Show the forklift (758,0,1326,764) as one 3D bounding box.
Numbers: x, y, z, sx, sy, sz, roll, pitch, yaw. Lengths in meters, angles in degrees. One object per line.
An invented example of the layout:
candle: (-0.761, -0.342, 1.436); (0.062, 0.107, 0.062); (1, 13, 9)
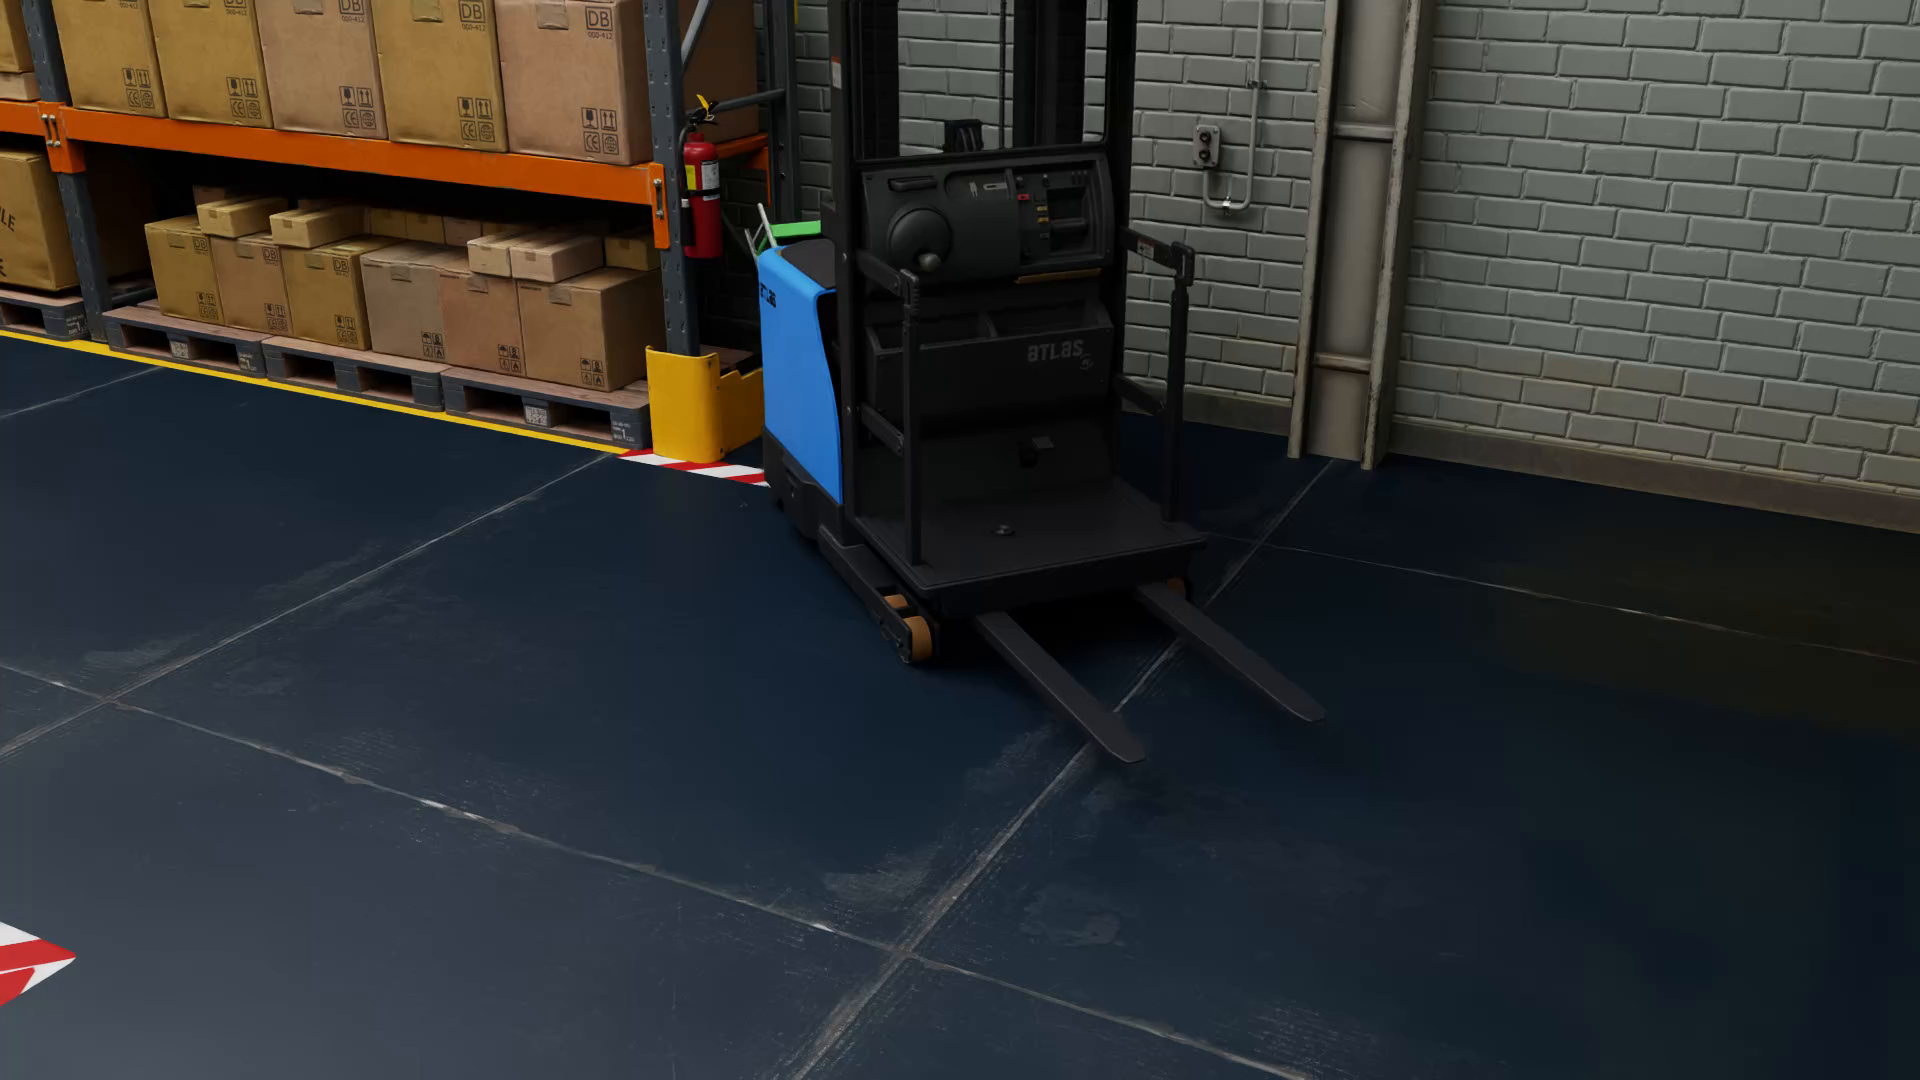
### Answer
forklift: (0.193, -1.110, 5.615); (1.130, 2.935, 3.031); (-9, 25, -21)

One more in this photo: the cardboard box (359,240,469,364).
cardboard box: (-2.614, -1.265, 8.550); (0.500, 0.500, 0.700); (10, 25, 23)

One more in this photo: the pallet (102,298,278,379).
pallet: (-3.975, -1.218, 9.345); (1.213, 0.211, 1.003); (11, 25, 25)

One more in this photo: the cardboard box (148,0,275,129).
cardboard box: (-3.493, -2.569, 8.574); (0.700, 0.700, 0.980); (11, 25, 23)

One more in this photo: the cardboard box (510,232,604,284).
cardboard box: (-1.916, -1.346, 7.910); (0.250, 0.149, 0.380); (11, 25, 24)

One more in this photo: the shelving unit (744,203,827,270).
shelving unit: (-0.563, -1.009, 7.738); (0.503, 1.200, 0.258); (-11, -18, -28)

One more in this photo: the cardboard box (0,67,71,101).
cardboard box: (-5.048, -2.517, 9.132); (0.250, 0.149, 0.380); (11, 26, 25)

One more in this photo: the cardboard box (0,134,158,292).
cardboard box: (-5.257, -1.936, 9.681); (0.750, 0.750, 0.750); (12, 26, 25)

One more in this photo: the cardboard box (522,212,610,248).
cardboard box: (-1.969, -1.524, 8.329); (0.250, 0.149, 0.380); (11, 26, 25)

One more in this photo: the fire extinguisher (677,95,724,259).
fire extinguisher: (-1.122, -1.562, 7.165); (0.183, 0.674, 0.296); (11, 25, 25)

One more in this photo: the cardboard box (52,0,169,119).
cardboard box: (-4.142, -2.700, 8.882); (0.700, 0.700, 0.980); (12, 26, 25)

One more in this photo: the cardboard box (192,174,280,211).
cardboard box: (-4.037, -1.932, 9.288); (0.250, 0.149, 0.380); (11, 25, 24)

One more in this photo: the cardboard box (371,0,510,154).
cardboard box: (-2.163, -2.306, 7.956); (0.700, 0.700, 0.980); (11, 25, 24)

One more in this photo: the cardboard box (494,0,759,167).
cardboard box: (-1.509, -2.181, 7.663); (0.700, 0.700, 0.980); (12, 26, 27)

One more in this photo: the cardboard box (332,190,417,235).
cardboard box: (-3.106, -1.748, 8.856); (0.250, 0.149, 0.380); (11, 26, 25)

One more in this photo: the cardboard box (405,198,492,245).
cardboard box: (-2.649, -1.658, 8.644); (0.250, 0.149, 0.380); (11, 26, 25)

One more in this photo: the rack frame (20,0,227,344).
rack frame: (-4.619, -2.663, 9.179); (0.127, 3.000, 1.000); (11, 25, 25)

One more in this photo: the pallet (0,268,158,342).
pallet: (-5.341, -1.490, 9.983); (1.213, 0.211, 1.003); (11, 25, 25)

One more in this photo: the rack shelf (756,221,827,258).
rack shelf: (-0.699, -1.386, 7.849); (0.480, 0.148, 0.258); (-11, -18, -28)

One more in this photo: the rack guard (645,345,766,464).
rack guard: (-1.027, -0.802, 7.997); (0.348, 0.500, 1.175); (11, 25, 25)

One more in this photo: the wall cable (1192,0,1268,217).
wall cable: (0.521, -2.528, 7.565); (1.851, 1.984, 0.084); (11, 25, 25)

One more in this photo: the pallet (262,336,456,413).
pallet: (-2.882, -1.003, 8.839); (1.213, 0.211, 1.003); (11, 25, 25)

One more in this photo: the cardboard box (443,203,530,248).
cardboard box: (-2.420, -1.613, 8.538); (0.250, 0.149, 0.380); (12, 26, 25)

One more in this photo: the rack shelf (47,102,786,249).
rack shelf: (-2.834, -1.979, 8.489); (4.000, 0.370, 1.077); (11, 25, 25)

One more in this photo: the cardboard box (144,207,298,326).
cardboard box: (-3.997, -1.538, 9.191); (0.500, 0.500, 0.700); (12, 26, 25)

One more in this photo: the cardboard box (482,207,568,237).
cardboard box: (-2.192, -1.568, 8.433); (0.250, 0.149, 0.380); (11, 26, 25)

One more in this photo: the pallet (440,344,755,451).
pallet: (-1.798, -0.787, 8.332); (1.213, 0.211, 1.003); (11, 25, 25)

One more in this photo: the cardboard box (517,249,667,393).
cardboard box: (-1.719, -1.088, 8.134); (0.500, 0.500, 0.700); (11, 25, 25)

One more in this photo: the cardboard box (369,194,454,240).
cardboard box: (-2.875, -1.703, 8.750); (0.250, 0.149, 0.380); (11, 25, 24)

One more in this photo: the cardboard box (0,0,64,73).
cardboard box: (-5.144, -2.849, 9.082); (0.500, 0.500, 0.500); (11, 25, 24)

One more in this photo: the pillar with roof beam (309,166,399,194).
pillar with roof beam: (-5.546, -4.099, 4.889); (0.400, 9.000, 9.100); (11, 25, 25)

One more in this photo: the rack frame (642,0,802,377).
rack frame: (-1.049, -1.957, 7.518); (0.127, 3.000, 1.000); (11, 25, 25)

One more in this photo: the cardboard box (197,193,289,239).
cardboard box: (-3.774, -1.712, 8.772); (0.250, 0.149, 0.380); (12, 26, 26)

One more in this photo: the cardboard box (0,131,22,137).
cardboard box: (-6.052, -2.092, 10.047); (0.750, 0.750, 0.750); (12, 26, 26)

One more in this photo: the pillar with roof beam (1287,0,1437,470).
pillar with roof beam: (-0.191, -3.039, 2.398); (0.400, 9.000, 9.100); (11, 25, 25)

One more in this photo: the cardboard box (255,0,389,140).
cardboard box: (-2.839, -2.444, 8.280); (0.700, 0.700, 0.980); (10, 25, 22)

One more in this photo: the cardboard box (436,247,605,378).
cardboard box: (-2.165, -1.177, 8.341); (0.500, 0.500, 0.700); (11, 25, 24)

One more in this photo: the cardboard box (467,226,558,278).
cardboard box: (-2.144, -1.391, 8.016); (0.250, 0.149, 0.380); (12, 26, 26)

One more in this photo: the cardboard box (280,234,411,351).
cardboard box: (-3.094, -1.357, 8.765); (0.500, 0.500, 0.700); (12, 26, 26)

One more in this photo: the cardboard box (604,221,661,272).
cardboard box: (-1.517, -1.435, 8.119); (0.250, 0.149, 0.380); (11, 26, 25)

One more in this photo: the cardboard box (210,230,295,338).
cardboard box: (-3.551, -1.448, 8.980); (0.500, 0.500, 0.700); (11, 25, 24)

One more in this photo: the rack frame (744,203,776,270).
rack frame: (-0.774, -0.967, 7.622); (0.015, 1.200, 0.240); (-11, -18, -28)

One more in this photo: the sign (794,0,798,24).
sign: (-0.793, -2.584, 7.787); (0.005, 0.325, 0.100); (11, 25, 25)

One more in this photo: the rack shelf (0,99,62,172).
rack shelf: (-6.403, -2.685, 10.150); (4.000, 0.370, 1.077); (11, 25, 25)

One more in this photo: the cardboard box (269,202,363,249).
cardboard box: (-3.308, -1.620, 8.556); (0.250, 0.149, 0.380); (10, 25, 23)

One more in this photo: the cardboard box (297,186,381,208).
cardboard box: (-3.331, -1.793, 8.962); (0.250, 0.149, 0.380); (10, 25, 23)
